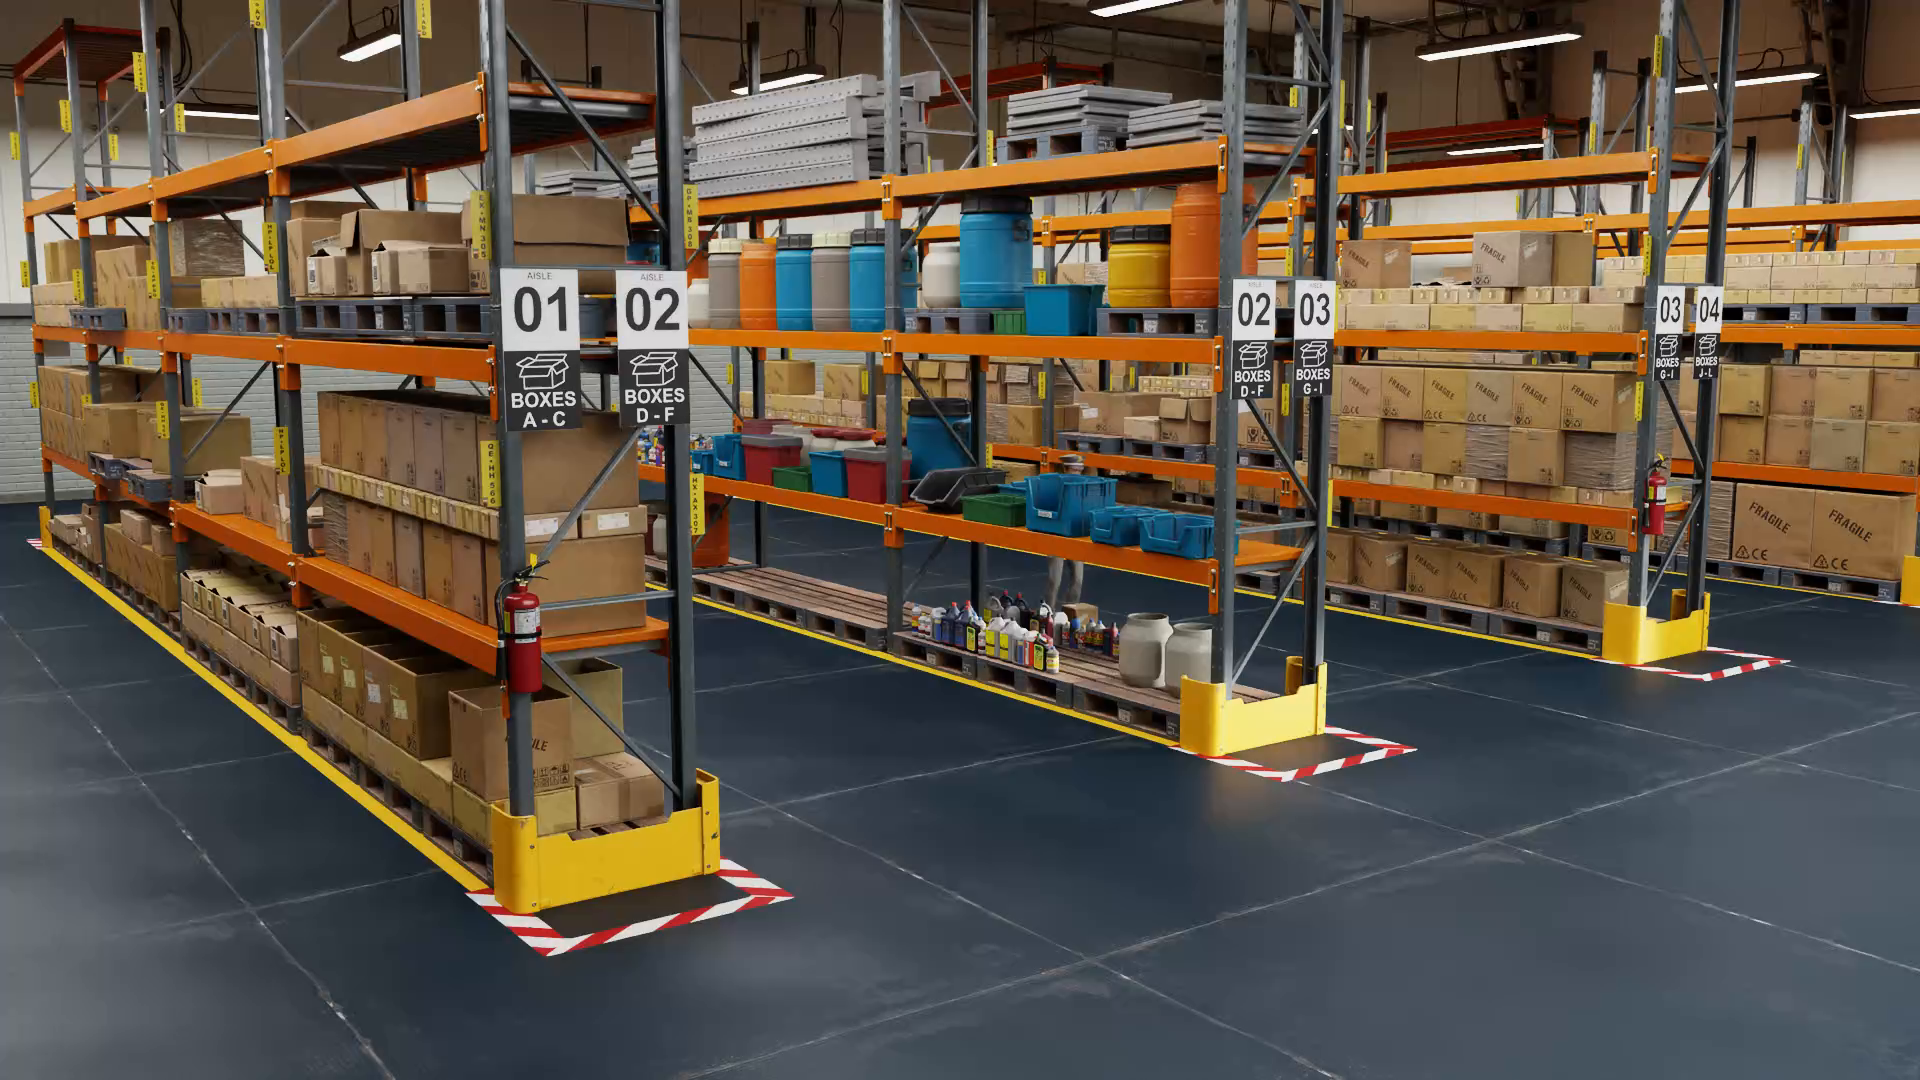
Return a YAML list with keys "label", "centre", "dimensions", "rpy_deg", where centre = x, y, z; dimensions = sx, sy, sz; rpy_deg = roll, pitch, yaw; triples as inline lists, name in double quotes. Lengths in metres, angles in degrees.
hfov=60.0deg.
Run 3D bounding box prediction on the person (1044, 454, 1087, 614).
- label: "person"
  centre: [1.003, 0.015, 15.693]
  dimensions: [0.535, 1.661, 0.374]
  rpy_deg: [-5, 9, -30]
